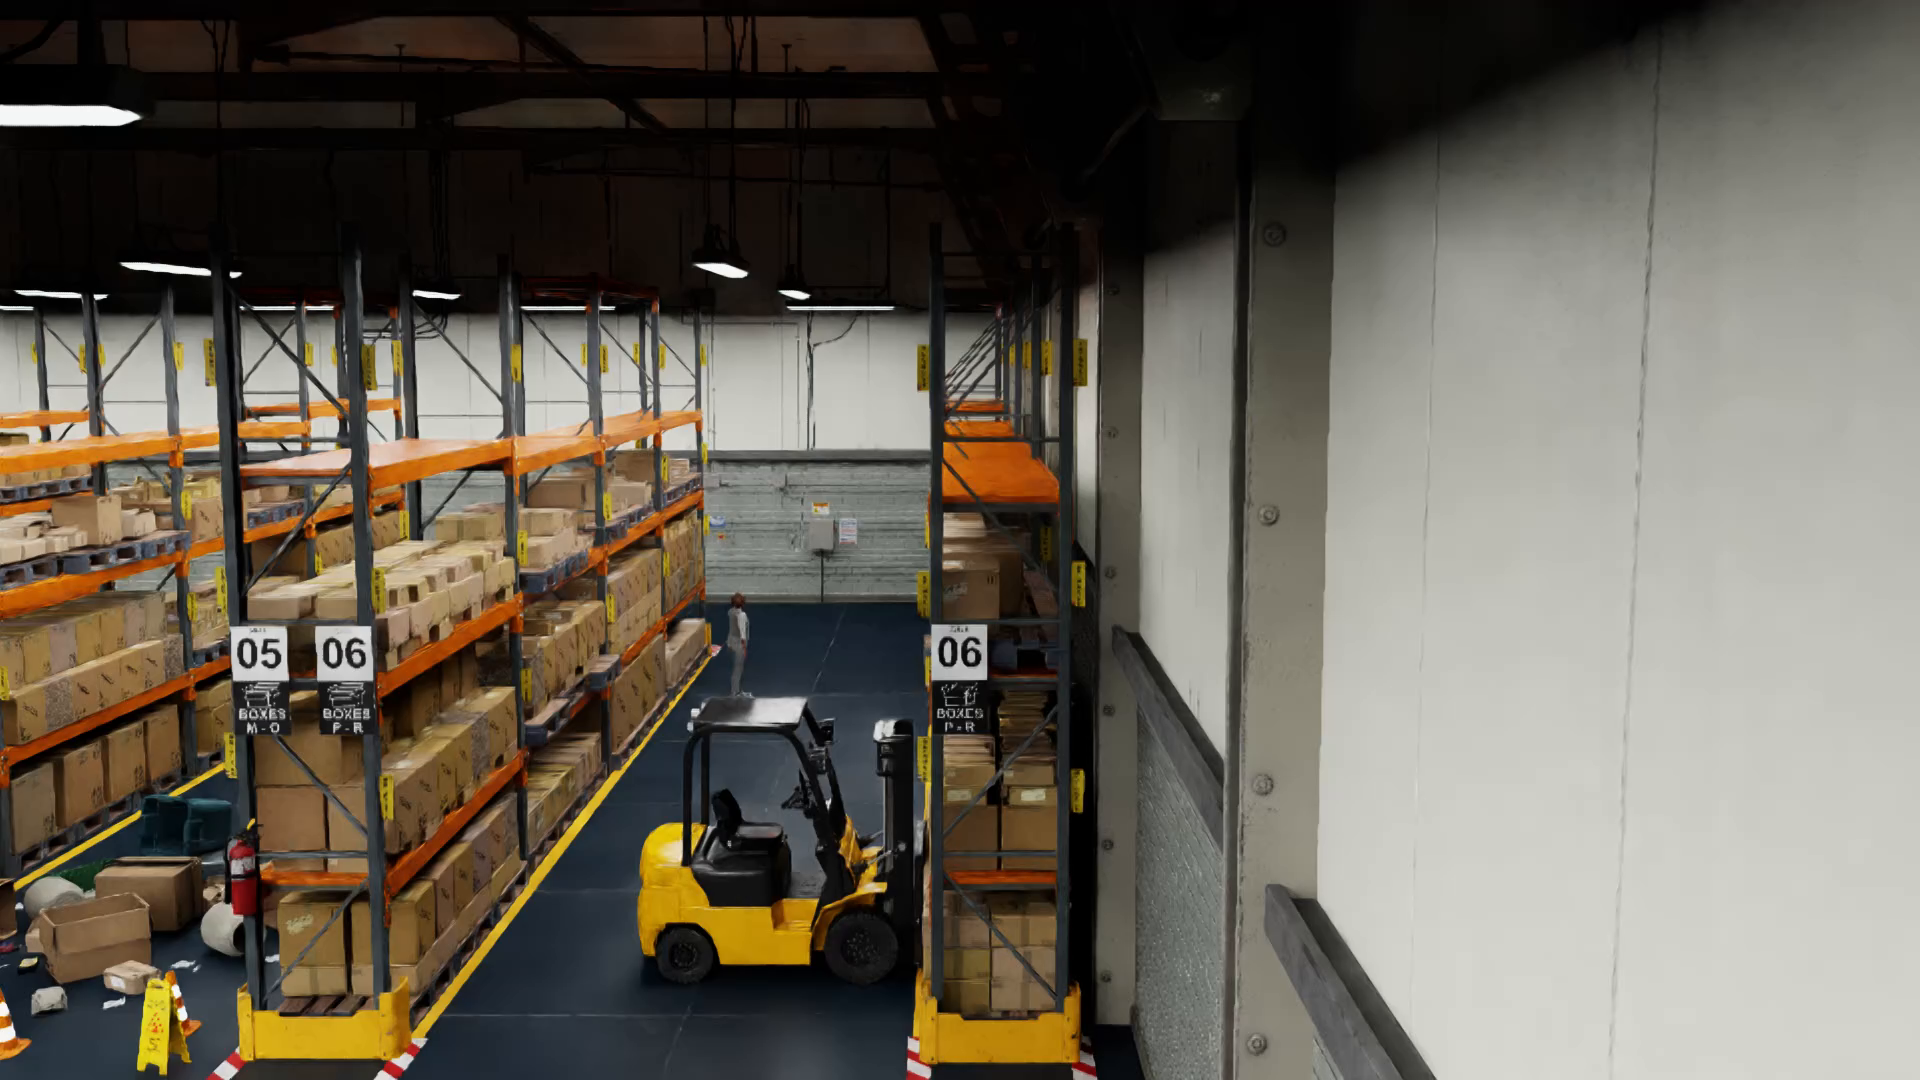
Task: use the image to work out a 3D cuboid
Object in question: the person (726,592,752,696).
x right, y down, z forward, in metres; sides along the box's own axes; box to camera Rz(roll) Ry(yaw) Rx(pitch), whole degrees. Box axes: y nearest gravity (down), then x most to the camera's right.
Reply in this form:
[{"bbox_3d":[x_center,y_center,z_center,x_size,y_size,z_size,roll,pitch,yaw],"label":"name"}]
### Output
[{"bbox_3d":[-3.192,1.555,24.137,0.406,1.586,0.468,-4,8,-29],"label":"person"}]
